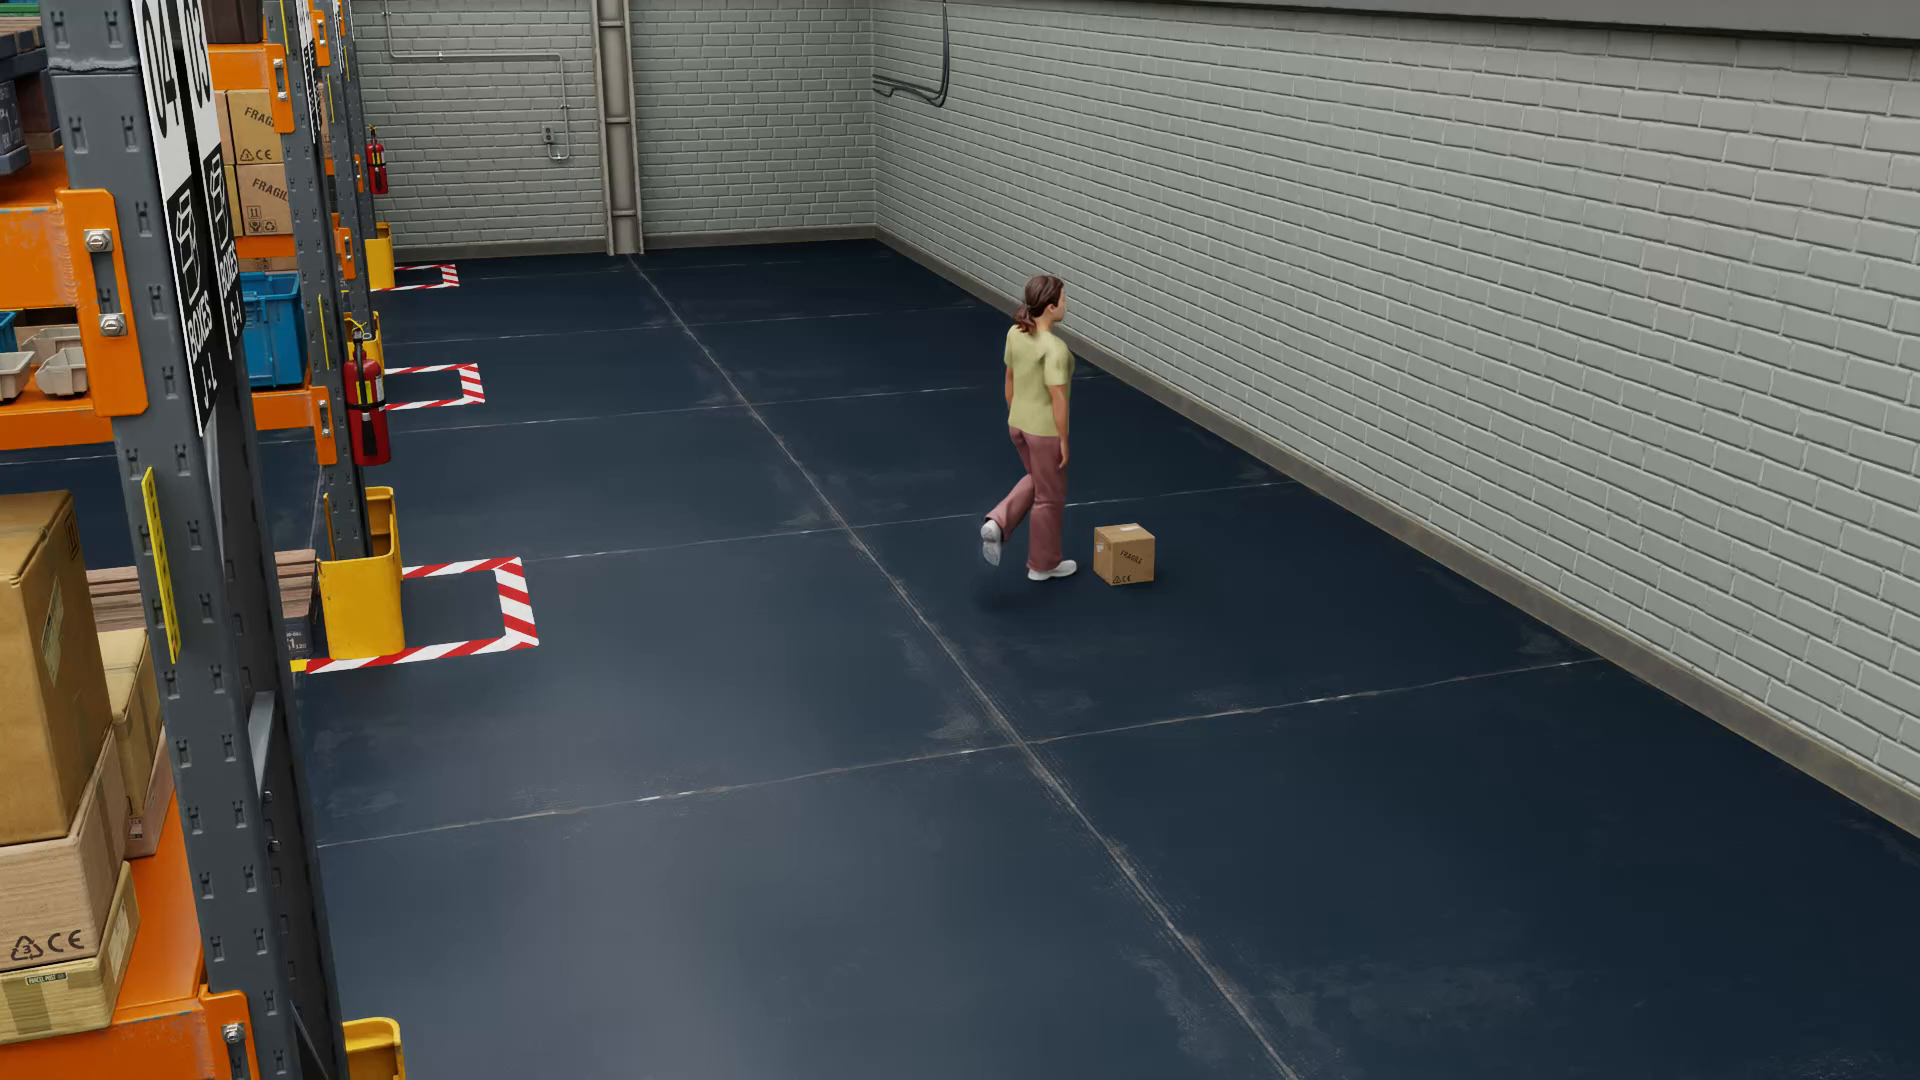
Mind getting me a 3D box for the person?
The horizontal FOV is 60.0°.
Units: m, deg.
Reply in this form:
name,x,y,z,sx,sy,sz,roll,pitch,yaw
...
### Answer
name,x,y,z,sx,sy,sz,roll,pitch,yaw
person,0.415,-0.553,8.631,0.599,1.666,0.508,-14,23,-34
